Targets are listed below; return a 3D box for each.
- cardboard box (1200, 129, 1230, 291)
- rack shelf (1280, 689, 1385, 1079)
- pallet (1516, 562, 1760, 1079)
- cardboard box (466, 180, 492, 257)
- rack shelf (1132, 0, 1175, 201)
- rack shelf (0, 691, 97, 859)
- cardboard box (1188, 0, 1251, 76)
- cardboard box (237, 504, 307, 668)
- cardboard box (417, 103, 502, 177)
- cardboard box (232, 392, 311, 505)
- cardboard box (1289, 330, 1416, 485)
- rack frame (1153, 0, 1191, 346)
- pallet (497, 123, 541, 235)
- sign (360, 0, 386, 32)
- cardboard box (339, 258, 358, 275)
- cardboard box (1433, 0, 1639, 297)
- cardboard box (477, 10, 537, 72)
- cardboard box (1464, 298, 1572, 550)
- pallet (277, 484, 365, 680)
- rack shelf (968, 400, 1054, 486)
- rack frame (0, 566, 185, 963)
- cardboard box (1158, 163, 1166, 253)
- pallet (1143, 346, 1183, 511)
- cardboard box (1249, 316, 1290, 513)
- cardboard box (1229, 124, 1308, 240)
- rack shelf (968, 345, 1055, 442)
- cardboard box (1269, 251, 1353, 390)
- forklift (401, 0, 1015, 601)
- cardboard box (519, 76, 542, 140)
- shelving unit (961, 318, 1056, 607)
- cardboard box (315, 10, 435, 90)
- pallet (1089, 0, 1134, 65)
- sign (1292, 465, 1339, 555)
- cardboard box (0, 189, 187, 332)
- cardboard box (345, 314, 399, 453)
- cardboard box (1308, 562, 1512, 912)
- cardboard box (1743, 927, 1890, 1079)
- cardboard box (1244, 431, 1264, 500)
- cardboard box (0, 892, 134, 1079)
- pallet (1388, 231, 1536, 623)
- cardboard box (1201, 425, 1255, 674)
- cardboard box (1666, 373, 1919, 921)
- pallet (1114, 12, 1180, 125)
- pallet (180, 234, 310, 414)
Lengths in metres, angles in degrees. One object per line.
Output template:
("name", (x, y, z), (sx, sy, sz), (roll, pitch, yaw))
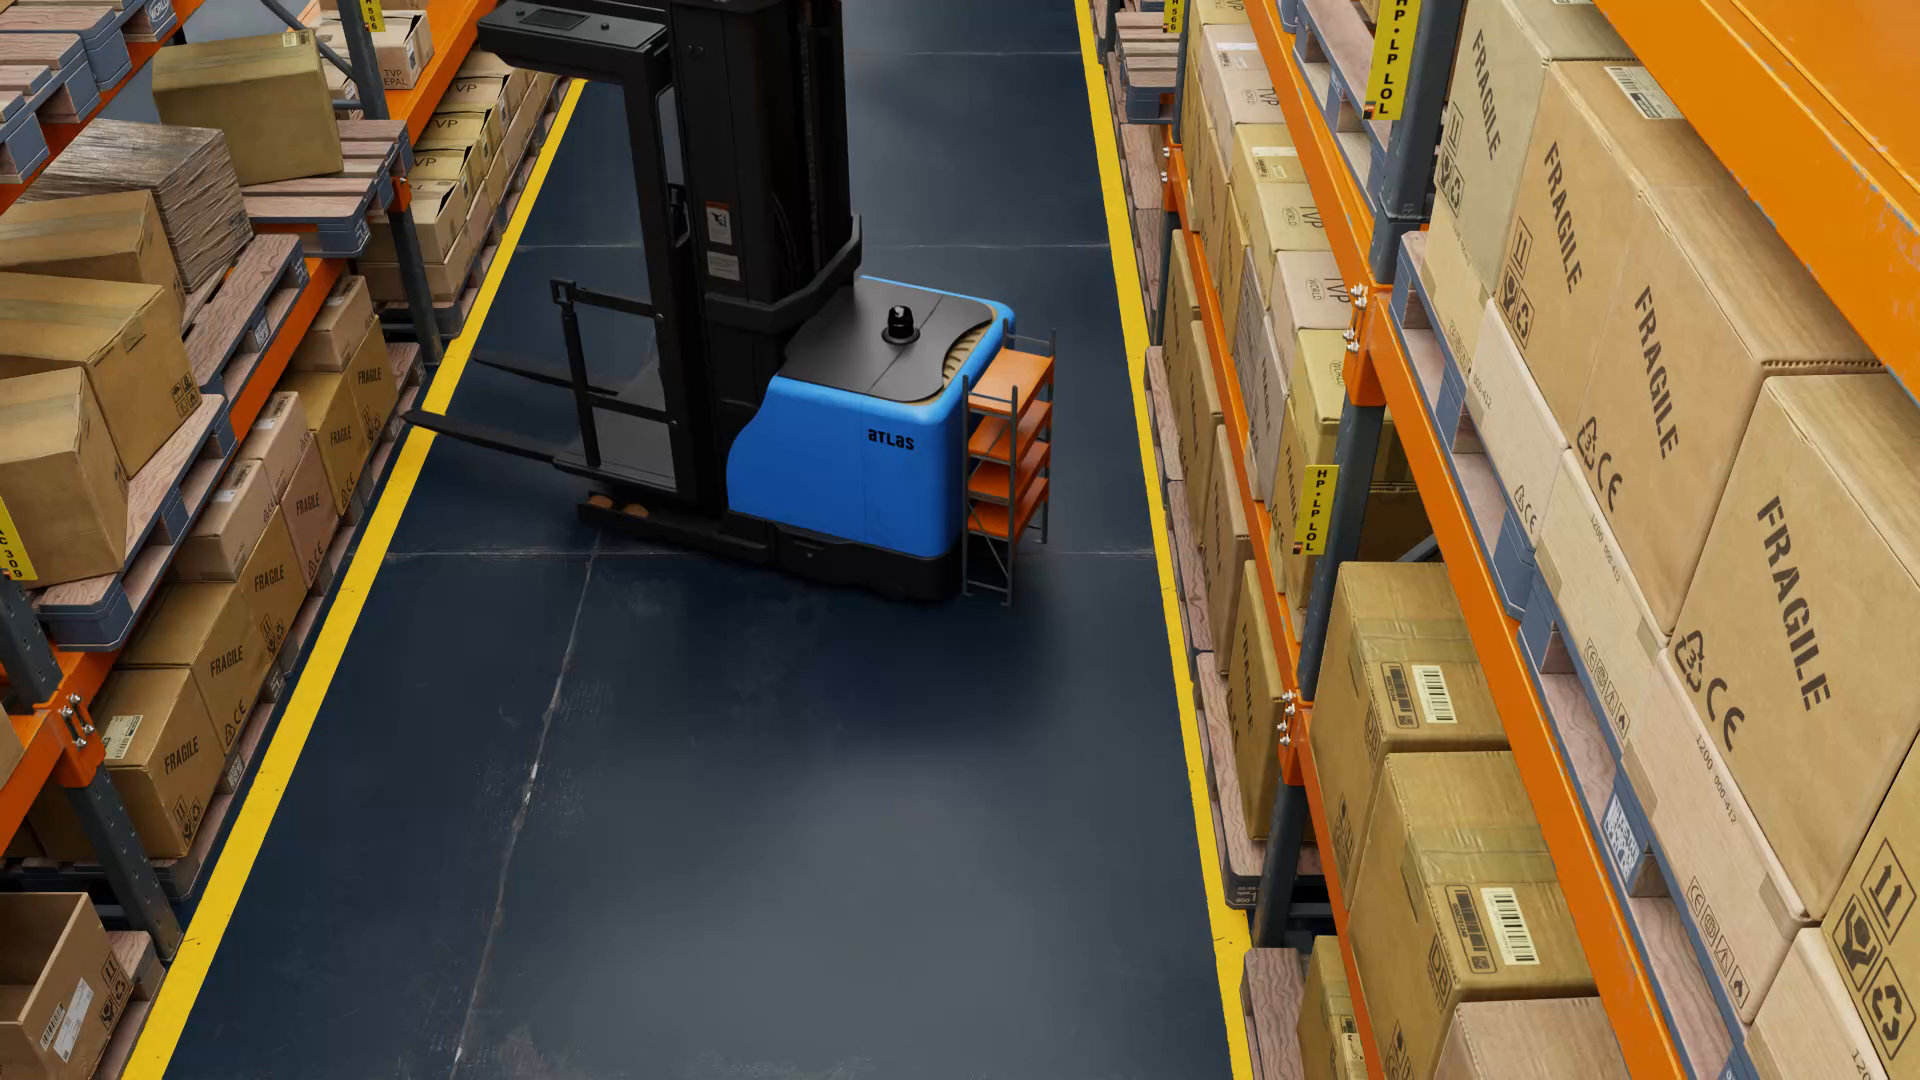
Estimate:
("cardboard box", (1.310, -1.393, 7.001), (0.500, 0.500, 0.500), (0, 39, 0))
("rack shelf", (1.582, 1.861, 3.850), (1.077, 0.370, 4.000), (0, 39, 0))
("pallet", (1.569, 0.466, 2.687), (1.003, 0.211, 1.213), (0, 39, 0))
("cardboard box", (-3.087, -1.899, 9.829), (0.500, 0.250, 0.500), (-1, 39, -1))
("rack shelf", (1.573, -3.142, 10.093), (1.077, 0.370, 4.000), (0, 39, 0))
("rack shelf", (-3.372, 1.867, 3.843), (1.077, 0.370, 4.000), (0, 39, 0))
("cardboard box", (1.318, -2.325, 7.565), (0.500, 0.250, 0.500), (1, 39, 1))
("cardboard box", (-3.136, 0.190, 7.006), (0.500, 0.500, 0.500), (0, 39, 0))
("cardboard box", (-3.093, -2.451, 10.070), (0.500, 0.311, 0.500), (-1, 39, -1))
("cardboard box", (-3.133, -0.395, 7.137), (0.500, 0.250, 0.500), (-1, 39, -1))
("cardboard box", (1.323, -0.418, 5.185), (0.500, 0.250, 0.500), (1, 39, 1))
("rack frame", (1.575, -2.172, 8.307), (1.000, 3.000, 0.127), (0, 39, 0))
("pallet", (-3.339, -2.354, 10.764), (1.003, 0.211, 1.213), (0, 39, 0))
("sign", (-2.836, -2.593, 7.970), (0.100, 0.325, 0.005), (0, 39, 0))
("cardboard box", (-3.623, -1.586, 9.439), (0.500, 0.250, 0.500), (1, 39, 1))
("cardboard box", (1.300, -0.832, 3.341), (0.500, 0.500, 0.500), (0, 39, 0))
("cardboard box", (-3.089, -3.399, 11.253), (0.500, 0.311, 0.500), (1, 39, 1))
("cardboard box", (1.303, -0.234, 3.195), (0.500, 0.250, 0.500), (-1, 39, -1))
("pallet", (-3.417, 0.150, 7.640), (1.003, 0.211, 1.213), (0, 39, 0))
("rack shelf", (0.213, -0.456, 7.355), (0.258, 0.148, 0.480), (14, 41, 16))
("rack frame", (-3.374, 0.335, 5.178), (1.000, 3.000, 0.127), (0, 39, 0))
("cardboard box", (1.522, -1.818, 9.513), (0.700, 0.500, 0.500), (0, 39, 1))
("pallet", (1.501, -0.591, 8.564), (1.003, 0.211, 1.213), (0, 39, 0))
("cardboard box", (1.316, -0.441, 5.813), (0.500, 0.500, 0.500), (0, 39, 0))
("cardboard box", (1.330, -1.375, 6.380), (0.500, 0.250, 0.500), (-1, 39, -1))
("rack shelf", (0.213, -0.641, 7.207), (0.258, 0.148, 0.480), (14, 41, 16))
("cardboard box", (1.332, -0.738, 5.584), (0.500, 0.250, 0.500), (1, 39, 1))
("forklift", (-1.302, -1.443, 7.453), (3.031, 2.935, 1.130), (14, 41, 16))
("cardboard box", (-3.093, -2.863, 11.032), (0.500, 0.250, 0.500), (1, 39, 1))
("shelving unit", (0.213, -0.334, 7.453), (0.258, 1.200, 0.503), (14, 41, 16))
("cardboard box", (-3.186, -2.691, 9.026), (0.500, 0.311, 0.500), (0, 39, -1))
("pallet", (1.534, -4.005, 12.825), (1.003, 0.211, 1.213), (0, 39, 0))
("sign", (1.037, -0.085, 4.840), (0.100, 0.325, 0.005), (0, 39, 0))
("cardboard box", (-3.438, -0.972, 6.394), (0.700, 0.500, 0.500), (-9, 40, -11))
("cardboard box", (-3.143, -0.778, 8.214), (0.500, 0.500, 0.500), (1, 39, 2))
("cardboard box", (1.564, 0.552, 4.669), (0.980, 0.700, 0.700), (1, 39, 1))
("cardboard box", (1.316, 0.733, 1.988), (0.500, 0.250, 0.500), (-1, 39, -2))
("cardboard box", (1.258, -0.277, 6.127), (0.380, 0.149, 0.250), (0, 39, 0))
("cardboard box", (-3.090, 1.495, 5.378), (0.500, 0.500, 0.500), (0, 39, 0))
("pallet", (1.570, -0.295, 3.637), (1.003, 0.211, 1.213), (0, 39, 0))
("cardboard box", (1.445, 0.042, 6.927), (0.750, 0.750, 0.750), (1, 39, 1))
("cardboard box", (1.312, 0.127, 2.145), (0.500, 0.500, 0.500), (-2, 39, -2))
("pallet", (1.468, -2.543, 8.923), (1.213, 0.211, 1.003), (0, 39, 0))
("pallet", (-3.372, -0.875, 6.842), (1.003, 0.211, 1.213), (0, 39, 0))
